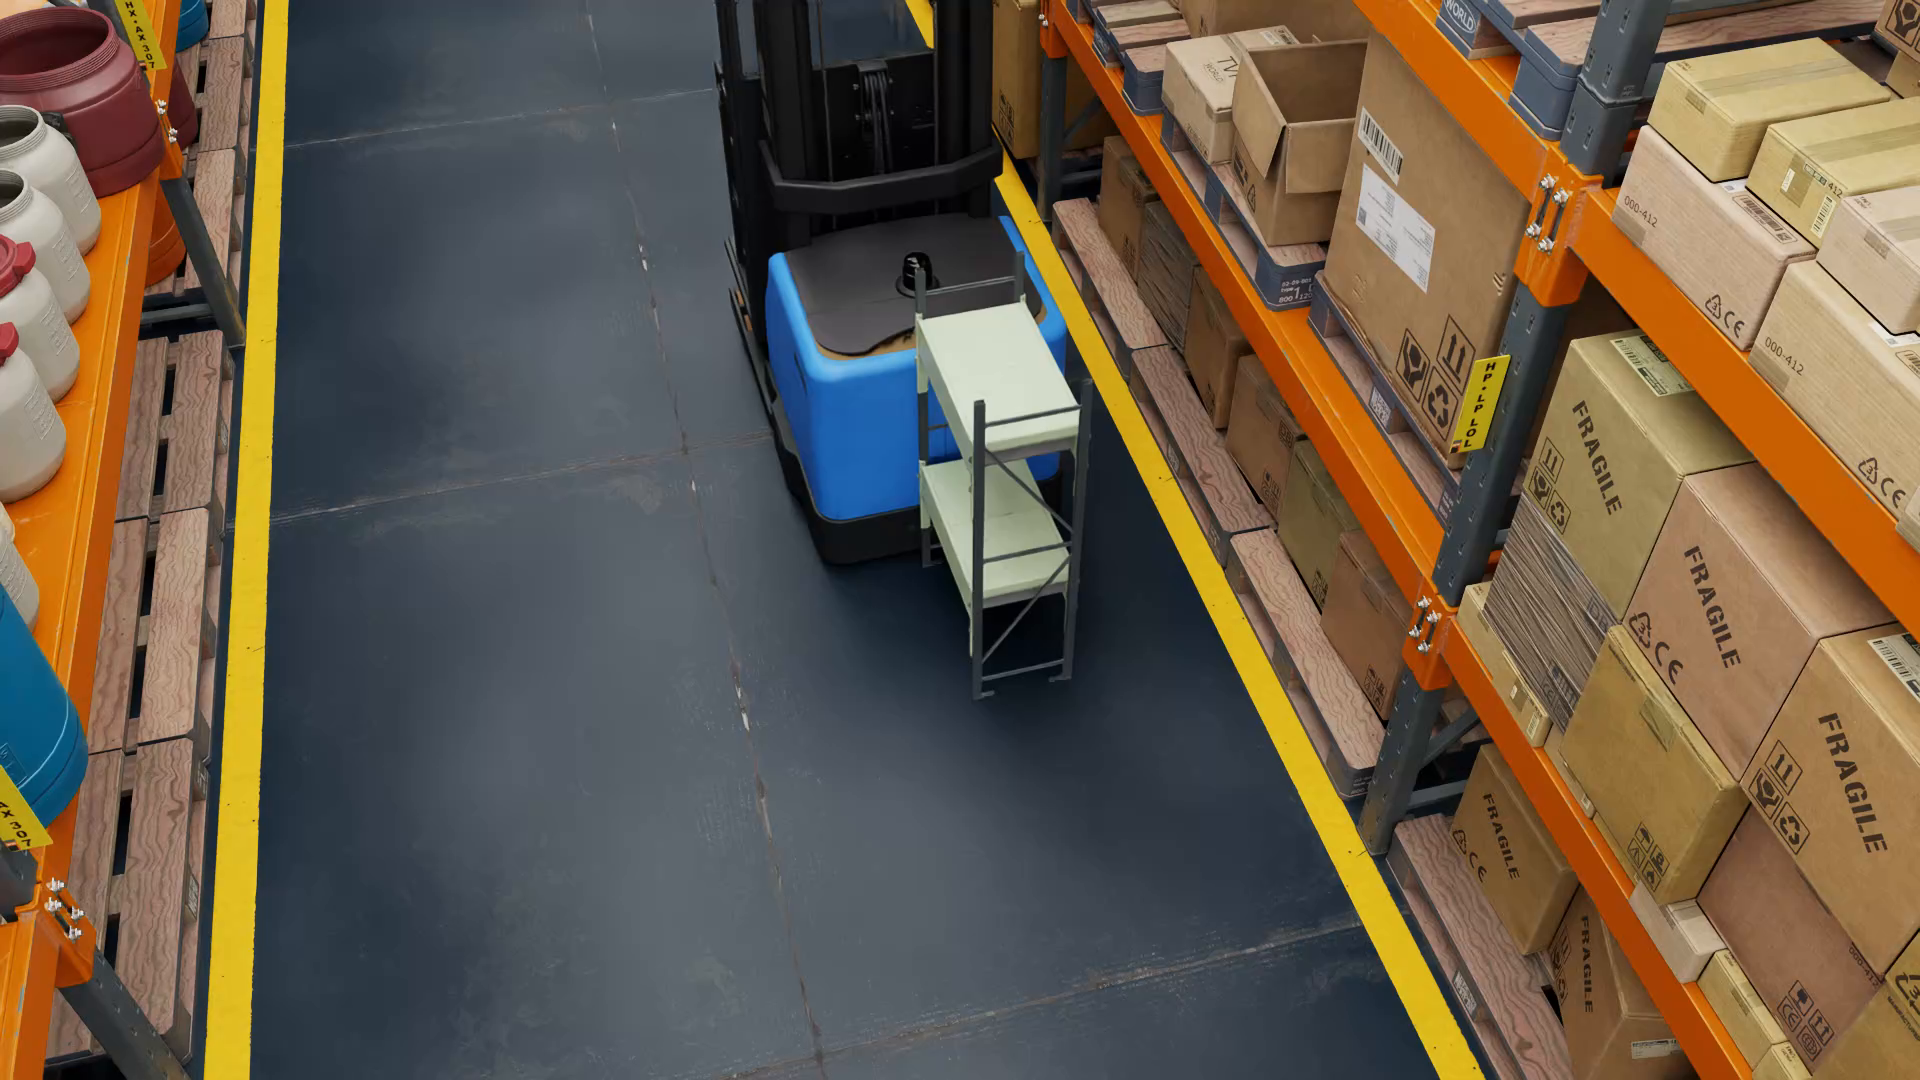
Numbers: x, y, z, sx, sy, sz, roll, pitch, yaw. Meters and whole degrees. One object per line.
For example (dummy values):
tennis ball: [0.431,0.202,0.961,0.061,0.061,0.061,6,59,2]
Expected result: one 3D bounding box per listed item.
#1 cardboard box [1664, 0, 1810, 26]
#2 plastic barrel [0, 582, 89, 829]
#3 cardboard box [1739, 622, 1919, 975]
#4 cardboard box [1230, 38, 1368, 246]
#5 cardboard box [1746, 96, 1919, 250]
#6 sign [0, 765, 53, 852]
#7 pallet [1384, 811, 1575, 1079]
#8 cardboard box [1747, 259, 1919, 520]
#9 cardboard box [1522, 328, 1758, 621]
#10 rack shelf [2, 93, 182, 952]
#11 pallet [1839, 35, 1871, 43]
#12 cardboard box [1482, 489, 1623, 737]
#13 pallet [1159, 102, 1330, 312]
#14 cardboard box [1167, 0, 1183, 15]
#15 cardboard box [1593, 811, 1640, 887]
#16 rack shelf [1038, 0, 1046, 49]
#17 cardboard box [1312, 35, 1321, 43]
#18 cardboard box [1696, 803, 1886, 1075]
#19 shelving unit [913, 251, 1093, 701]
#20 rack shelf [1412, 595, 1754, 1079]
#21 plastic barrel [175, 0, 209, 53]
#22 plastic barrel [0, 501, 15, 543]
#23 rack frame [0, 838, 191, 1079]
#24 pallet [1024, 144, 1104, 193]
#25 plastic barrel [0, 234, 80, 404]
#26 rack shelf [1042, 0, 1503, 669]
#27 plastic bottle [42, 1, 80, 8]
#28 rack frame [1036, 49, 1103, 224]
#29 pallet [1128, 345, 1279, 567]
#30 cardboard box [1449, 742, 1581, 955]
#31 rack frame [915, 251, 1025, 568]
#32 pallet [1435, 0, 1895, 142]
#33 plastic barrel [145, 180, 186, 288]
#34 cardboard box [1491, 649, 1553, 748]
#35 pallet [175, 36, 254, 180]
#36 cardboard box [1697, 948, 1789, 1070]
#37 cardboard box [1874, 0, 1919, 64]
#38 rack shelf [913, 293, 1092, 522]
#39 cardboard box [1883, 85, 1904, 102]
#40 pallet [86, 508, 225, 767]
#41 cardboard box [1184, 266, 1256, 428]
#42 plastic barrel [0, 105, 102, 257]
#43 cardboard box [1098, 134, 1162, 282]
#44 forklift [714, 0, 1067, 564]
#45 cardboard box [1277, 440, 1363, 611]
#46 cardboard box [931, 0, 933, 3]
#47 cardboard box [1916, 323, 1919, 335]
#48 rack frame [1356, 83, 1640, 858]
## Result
cardboard box: [1.898,-1.633,4.035,0.797,0.503,0.637,-13,47,-12]
plastic barrel: [-2.671,0.350,4.206,0.600,0.901,0.708,-11,47,-10]
cardboard box: [2.049,0.501,3.432,0.500,0.500,0.500,-11,47,-10]
cardboard box: [1.390,-1.421,5.927,0.797,0.503,0.637,-6,46,-6]
cardboard box: [1.842,-0.743,3.354,0.380,0.149,0.250,-13,47,-12]
sign: [-2.331,0.658,4.062,0.100,0.325,0.005,-11,47,-10]
pallet: [2.129,1.375,5.505,1.003,0.211,1.213,-11,47,-10]
cardboard box: [1.931,-0.333,3.232,0.500,0.250,0.500,-11,47,-11]
cardboard box: [1.792,-0.190,4.108,0.500,0.500,0.500,-11,47,-10]
rack shelf: [-3.377,-0.281,5.680,1.077,0.370,4.000,-11,47,-10]
pallet: [5.521,-3.220,10.009,1.003,0.211,1.213,-11,47,-10]
cardboard box: [1.978,0.125,4.500,0.875,0.500,0.500,-11,47,-10]
pallet: [1.445,-1.393,6.400,1.003,0.211,1.213,-11,47,-10]
cardboard box: [1.076,-2.636,7.120,0.500,0.500,0.500,-16,48,-15]
cardboard box: [1.902,0.747,4.344,0.380,0.149,0.250,-11,47,-10]
rack shelf: [0.387,-3.948,9.274,1.077,0.370,4.000,-11,47,-10]
cardboard box: [1.587,-1.817,6.482,0.396,0.266,0.258,-12,47,-11]
cardboard box: [2.297,0.804,3.835,0.875,0.500,0.500,-11,47,-10]
shelving unit: [0.137,-0.205,6.151,0.431,1.500,0.755,-12,47,-11]
rack shelf: [2.435,1.575,3.861,1.077,0.370,4.000,-11,47,-10]
plastic barrel: [-4.609,-3.220,9.232,0.600,0.901,0.708,-11,47,-10]
plastic barrel: [-3.056,-0.046,5.042,0.301,0.262,0.301,0,46,0]
rack frame: [-2.862,0.847,4.070,0.949,2.616,0.053,-11,47,-10]
pallet: [0.770,-2.401,9.206,1.003,0.211,1.213,-11,47,-10]
plastic barrel: [-3.197,-0.706,5.497,0.433,0.535,0.433,0,46,0]
rack shelf: [1.411,-1.187,6.567,1.077,0.370,4.000,-11,47,-10]
plastic bottle: [-3.835,-2.200,7.144,0.152,0.276,0.135,-11,47,-10]
rack frame: [0.899,-2.819,7.664,1.000,3.000,0.127,-11,47,-10]
pallet: [1.406,-0.463,7.307,1.003,0.211,1.213,-11,47,-10]
cardboard box: [1.986,0.954,5.422,0.500,0.500,0.500,-12,47,-12]
rack frame: [0.036,-0.456,6.397,0.400,1.500,0.023,-12,47,-11]
pallet: [1.868,-1.488,4.390,1.213,0.211,1.003,-11,47,-10]
plastic barrel: [-4.031,-1.636,7.729,0.600,0.830,0.708,-11,47,-10]
cardboard box: [1.738,0.409,4.676,0.380,0.149,0.250,-11,47,-10]
pallet: [-4.440,-2.315,9.122,1.003,0.211,1.213,-11,47,-10]
cardboard box: [2.031,1.092,4.006,0.380,0.149,0.250,-11,47,-10]
cardboard box: [2.284,-1.158,3.306,0.500,0.500,0.500,-12,47,-11]
rack shelf: [0.137,-0.478,5.873,0.431,0.370,0.720,-12,47,-11]
cardboard box: [2.292,-0.788,3.678,0.500,0.250,0.500,-9,46,-9]
pallet: [-3.420,0.445,6.417,1.003,0.211,1.213,-11,47,-10]
cardboard box: [1.396,-0.869,7.194,0.700,0.500,0.500,-7,46,-7]
plastic barrel: [-3.419,-1.282,6.078,0.421,0.512,0.421,0,46,0]
cardboard box: [1.089,-1.640,7.949,0.700,0.500,0.500,-13,47,-12]
forklift: [-0.473,-2.001,6.910,1.130,2.935,3.031,-12,47,-11]
cardboard box: [1.682,-0.097,6.438,0.700,0.500,0.500,-11,47,-11]
cardboard box: [0.521,-3.320,9.348,1.225,0.875,0.875,-11,47,-10]
cardboard box: [1.995,-0.390,3.008,0.380,0.149,0.250,-9,46,-9]
rack frame: [1.923,-0.058,4.957,1.000,3.000,0.127,-11,47,-10]
